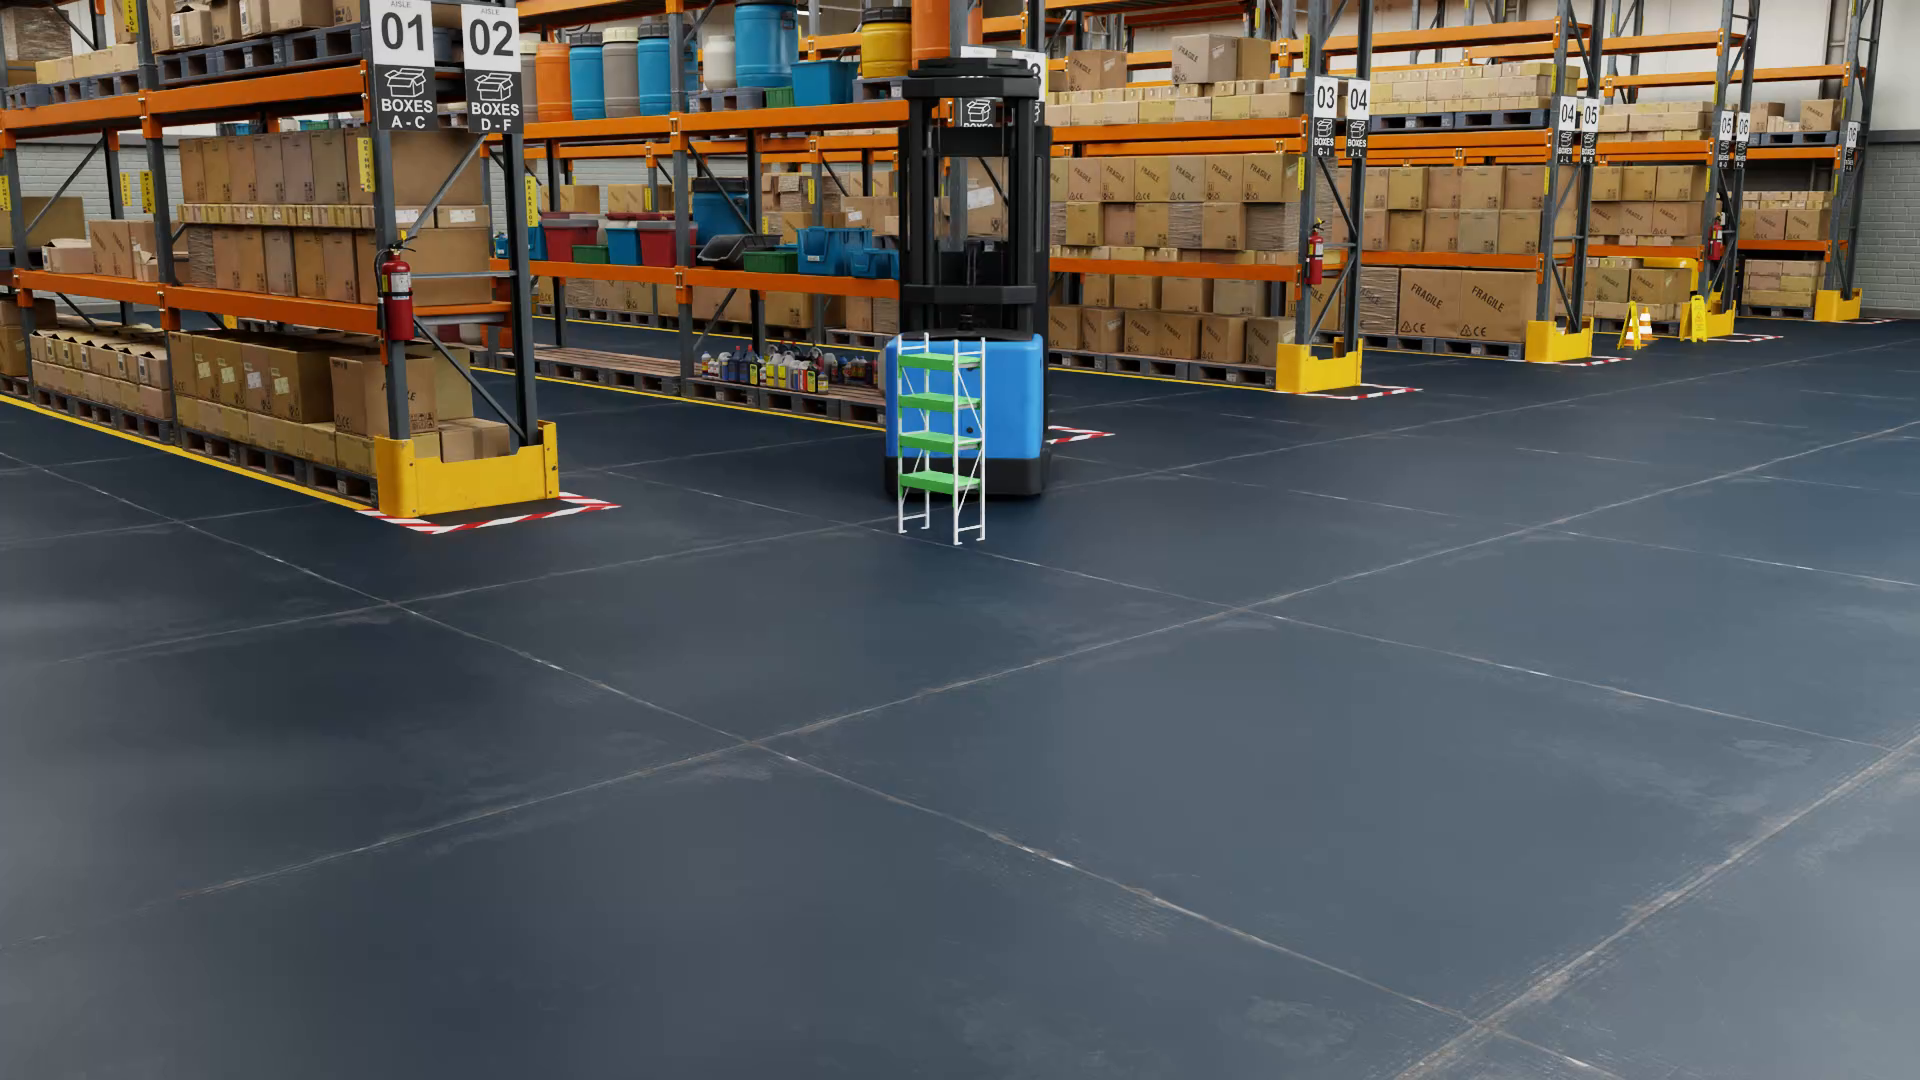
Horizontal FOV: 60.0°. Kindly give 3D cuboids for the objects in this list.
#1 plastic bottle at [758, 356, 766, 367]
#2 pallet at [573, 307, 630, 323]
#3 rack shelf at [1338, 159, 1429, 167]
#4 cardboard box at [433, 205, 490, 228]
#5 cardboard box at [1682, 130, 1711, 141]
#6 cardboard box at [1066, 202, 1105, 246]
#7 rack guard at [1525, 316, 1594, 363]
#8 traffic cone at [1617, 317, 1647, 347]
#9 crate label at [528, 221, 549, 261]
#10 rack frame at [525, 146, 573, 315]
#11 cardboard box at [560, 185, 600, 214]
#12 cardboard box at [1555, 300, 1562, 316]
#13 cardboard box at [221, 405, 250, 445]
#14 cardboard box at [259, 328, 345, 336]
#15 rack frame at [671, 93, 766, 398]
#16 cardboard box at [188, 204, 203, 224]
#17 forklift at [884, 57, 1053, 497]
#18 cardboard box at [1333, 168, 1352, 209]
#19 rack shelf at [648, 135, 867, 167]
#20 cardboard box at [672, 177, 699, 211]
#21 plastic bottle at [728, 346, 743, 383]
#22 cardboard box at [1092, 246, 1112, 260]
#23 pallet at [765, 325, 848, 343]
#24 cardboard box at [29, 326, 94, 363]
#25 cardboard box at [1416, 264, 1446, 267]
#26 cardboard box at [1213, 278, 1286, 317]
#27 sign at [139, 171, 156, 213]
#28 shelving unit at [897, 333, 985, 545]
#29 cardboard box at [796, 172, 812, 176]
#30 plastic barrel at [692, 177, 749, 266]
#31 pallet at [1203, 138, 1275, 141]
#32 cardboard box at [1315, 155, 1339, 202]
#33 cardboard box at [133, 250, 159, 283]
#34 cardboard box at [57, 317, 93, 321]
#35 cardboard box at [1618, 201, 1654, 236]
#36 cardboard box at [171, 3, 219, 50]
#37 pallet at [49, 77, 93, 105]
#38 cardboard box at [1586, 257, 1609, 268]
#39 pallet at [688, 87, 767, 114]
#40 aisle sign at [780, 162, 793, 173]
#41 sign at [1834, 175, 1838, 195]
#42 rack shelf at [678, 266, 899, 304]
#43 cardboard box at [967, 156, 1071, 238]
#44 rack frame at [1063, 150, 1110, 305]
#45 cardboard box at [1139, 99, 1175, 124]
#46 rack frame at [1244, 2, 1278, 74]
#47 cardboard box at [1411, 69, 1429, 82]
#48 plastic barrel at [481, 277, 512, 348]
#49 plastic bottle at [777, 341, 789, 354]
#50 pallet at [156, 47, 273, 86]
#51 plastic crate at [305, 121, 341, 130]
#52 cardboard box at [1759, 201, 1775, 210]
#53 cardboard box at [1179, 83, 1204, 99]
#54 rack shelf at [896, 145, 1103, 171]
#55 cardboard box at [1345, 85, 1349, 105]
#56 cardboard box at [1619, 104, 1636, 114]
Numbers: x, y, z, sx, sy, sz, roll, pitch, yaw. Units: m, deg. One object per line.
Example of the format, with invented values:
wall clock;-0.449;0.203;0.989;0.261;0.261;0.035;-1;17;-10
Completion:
plastic bottle;-1.928;-1.645;16.136;0.097;0.271;0.097;0;12;0
pallet;-5.702;-3.778;27.724;1.003;0.211;1.213;-11;16;-43
rack shelf;7.749;-7.742;34.403;1.077;0.370;4.000;-11;16;-43
cardboard box;-3.383;-2.166;11.137;0.380;0.149;0.250;-11;16;-43
cardboard box;10.619;-5.832;23.976;0.380;0.149;0.250;-11;16;-42
cardboard box;1.724;-3.718;19.541;0.875;0.500;0.500;-11;16;-43
rack guard;7.574;-2.541;21.005;1.175;0.500;0.348;-11;16;-43
traffic cone;9.270;-2.909;22.886;0.336;0.463;0.334;-11;16;-43
crate label;-4.716;-3.404;18.913;0.502;0.435;0.616;-11;16;-43
rack frame;-7.149;-5.427;28.820;1.000;3.000;0.127;-11;16;-43
cardboard box;-6.306;-5.611;27.490;0.500;0.500;0.500;11;16;44
cardboard box;9.262;-3.639;25.913;0.500;0.250;0.500;-11;16;-43
cardboard box;-5.245;-0.898;12.608;0.500;0.250;0.500;-11;16;-43
cardboard box;-5.214;-1.410;13.239;0.500;0.500;0.500;-11;16;-43
rack frame;-2.445;-2.986;16.970;1.000;3.000;0.127;-11;16;-43
cardboard box;-5.811;-2.560;13.048;0.380;0.149;0.250;-11;16;-42
forklift;0.122;-1.974;12.230;1.130;2.935;3.031;1;12;4
cardboard box;5.489;-4.832;22.883;0.875;0.550;0.550;-11;16;-43
rack shelf;-3.006;-5.668;24.340;1.077;0.370;4.000;-11;16;-43
cardboard box;-3.940;-5.292;25.429;0.637;0.503;0.797;11;16;44
plastic bottle;-2.187;-1.728;16.340;0.144;0.351;0.185;-10;16;-41
cardboard box;1.747;-3.331;19.270;0.380;0.149;0.250;-11;16;-43
pallet;-2.115;-3.019;24.044;1.003;0.211;1.213;-11;16;-43
cardboard box;-8.643;-1.896;16.065;0.500;0.311;0.500;-10;15;-41
cardboard box;9.551;-5.283;32.962;0.875;0.625;0.625;-10;15;-41
cardboard box;4.301;-3.534;24.167;1.050;0.750;0.750;-11;16;-43
sign;-6.415;-2.747;13.139;0.100;0.325;0.005;-11;16;-43
shelving unit;-0.114;-0.612;9.908;0.258;1.200;0.503;-11;16;-43
cardboard box;-2.678;-6.534;30.728;0.500;0.500;0.500;-11;16;-44
plastic barrel;-2.492;-3.330;17.398;0.600;0.901;0.708;-11;16;-43
pallet;4.126;-5.855;23.936;1.217;0.209;0.805;11;16;43
cardboard box;3.717;-3.895;17.919;0.500;0.500;0.500;-11;16;-43
cardboard box;-6.770;-2.333;14.134;0.258;0.266;0.396;11;16;44
cardboard box;-9.608;-2.127;17.905;0.500;0.500;0.500;-11;16;-43
cardboard box;10.151;-4.782;24.705;0.500;0.500;0.500;-11;16;-42
cardboard box;-5.500;-3.807;12.354;0.500;0.311;0.500;11;16;42
pallet;-7.484;-4.007;14.962;1.003;0.211;1.213;-10;15;-40
cardboard box;9.672;-4.218;25.257;0.380;0.149;0.250;-10;15;-40
pallet;-1.876;-4.271;16.241;1.213;0.211;1.003;-11;16;-43
aisle sign;-3.326;-7.429;32.096;0.394;0.787;0.004;-11;16;-43
sign;14.253;-5.775;27.051;0.100;0.325;0.005;-11;16;-43
rack shelf;-1.063;-2.341;15.626;1.077;0.370;4.000;-11;16;-43
cardboard box;0.690;-4.311;20.875;1.000;1.000;1.000;-11;16;-42
rack frame;2.033;-4.936;26.437;1.000;3.000;0.127;-11;16;-43
cardboard box;2.338;-4.744;18.442;0.500;0.250;0.500;-11;16;-44
rack frame;6.368;-9.855;35.444;1.000;3.000;0.127;-11;16;-43
cardboard box;6.026;-5.984;21.449;0.380;0.149;0.250;-11;16;-42
plastic barrel;-5.557;-2.781;20.315;0.600;0.830;0.708;-11;16;-43
plastic bottle;-1.791;-1.850;16.932;0.185;0.351;0.144;11;16;44
pallet;-5.422;-3.601;12.742;1.003;0.211;1.213;-11;16;-43
plastic crate;-8.480;-5.538;22.451;0.450;0.188;0.662;-11;16;-43
cardboard box;13.717;-5.661;28.099;0.380;0.149;0.250;-11;16;-43
cardboard box;2.589;-4.871;18.071;0.250;0.149;0.380;11;16;42
rack shelf;0.651;-6.345;27.623;1.077;0.370;4.000;-11;16;-43
cardboard box;5.280;-5.965;22.341;0.500;0.250;0.500;-11;16;-43
cardboard box;9.979;-6.377;24.641;0.380;0.149;0.250;-11;16;-43
